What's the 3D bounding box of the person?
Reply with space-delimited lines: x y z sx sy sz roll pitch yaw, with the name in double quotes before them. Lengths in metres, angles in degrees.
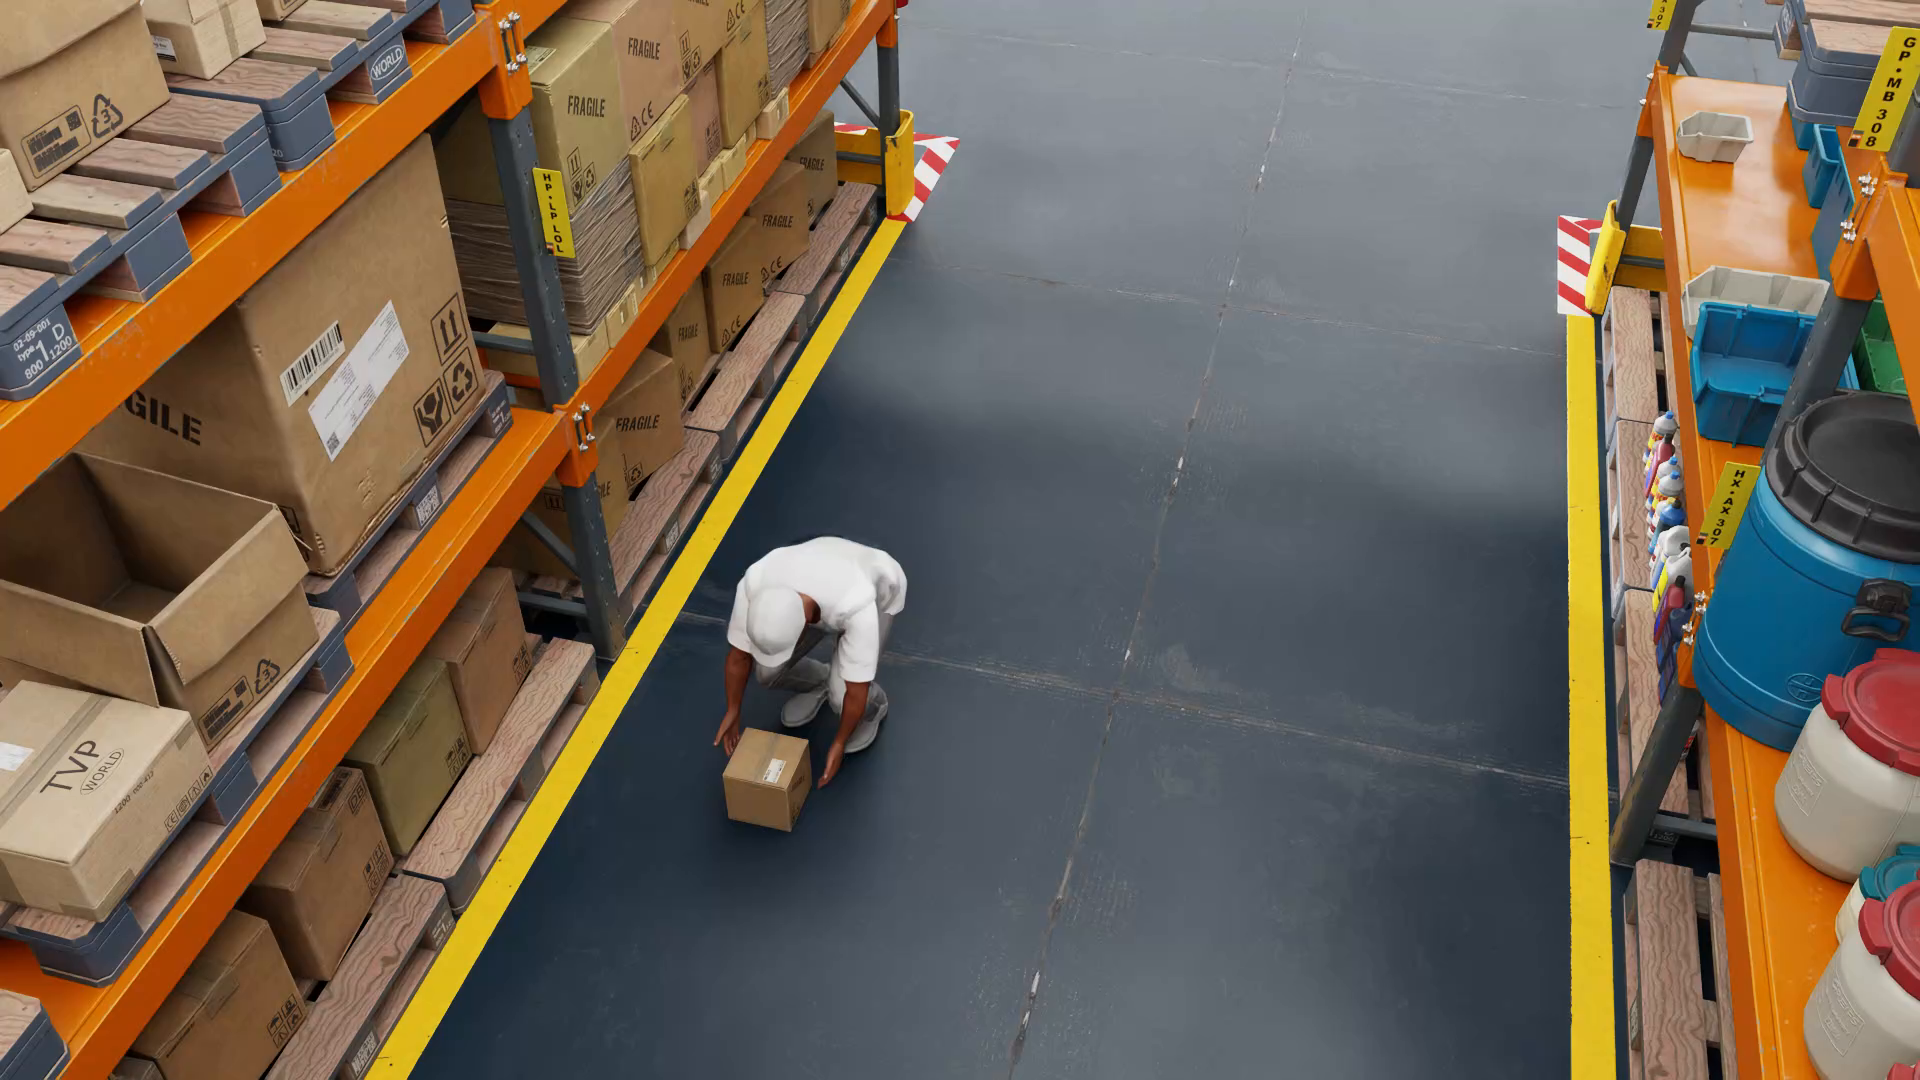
"person" -0.503 0.390 6.230 0.596 1.062 0.882 20 44 21
